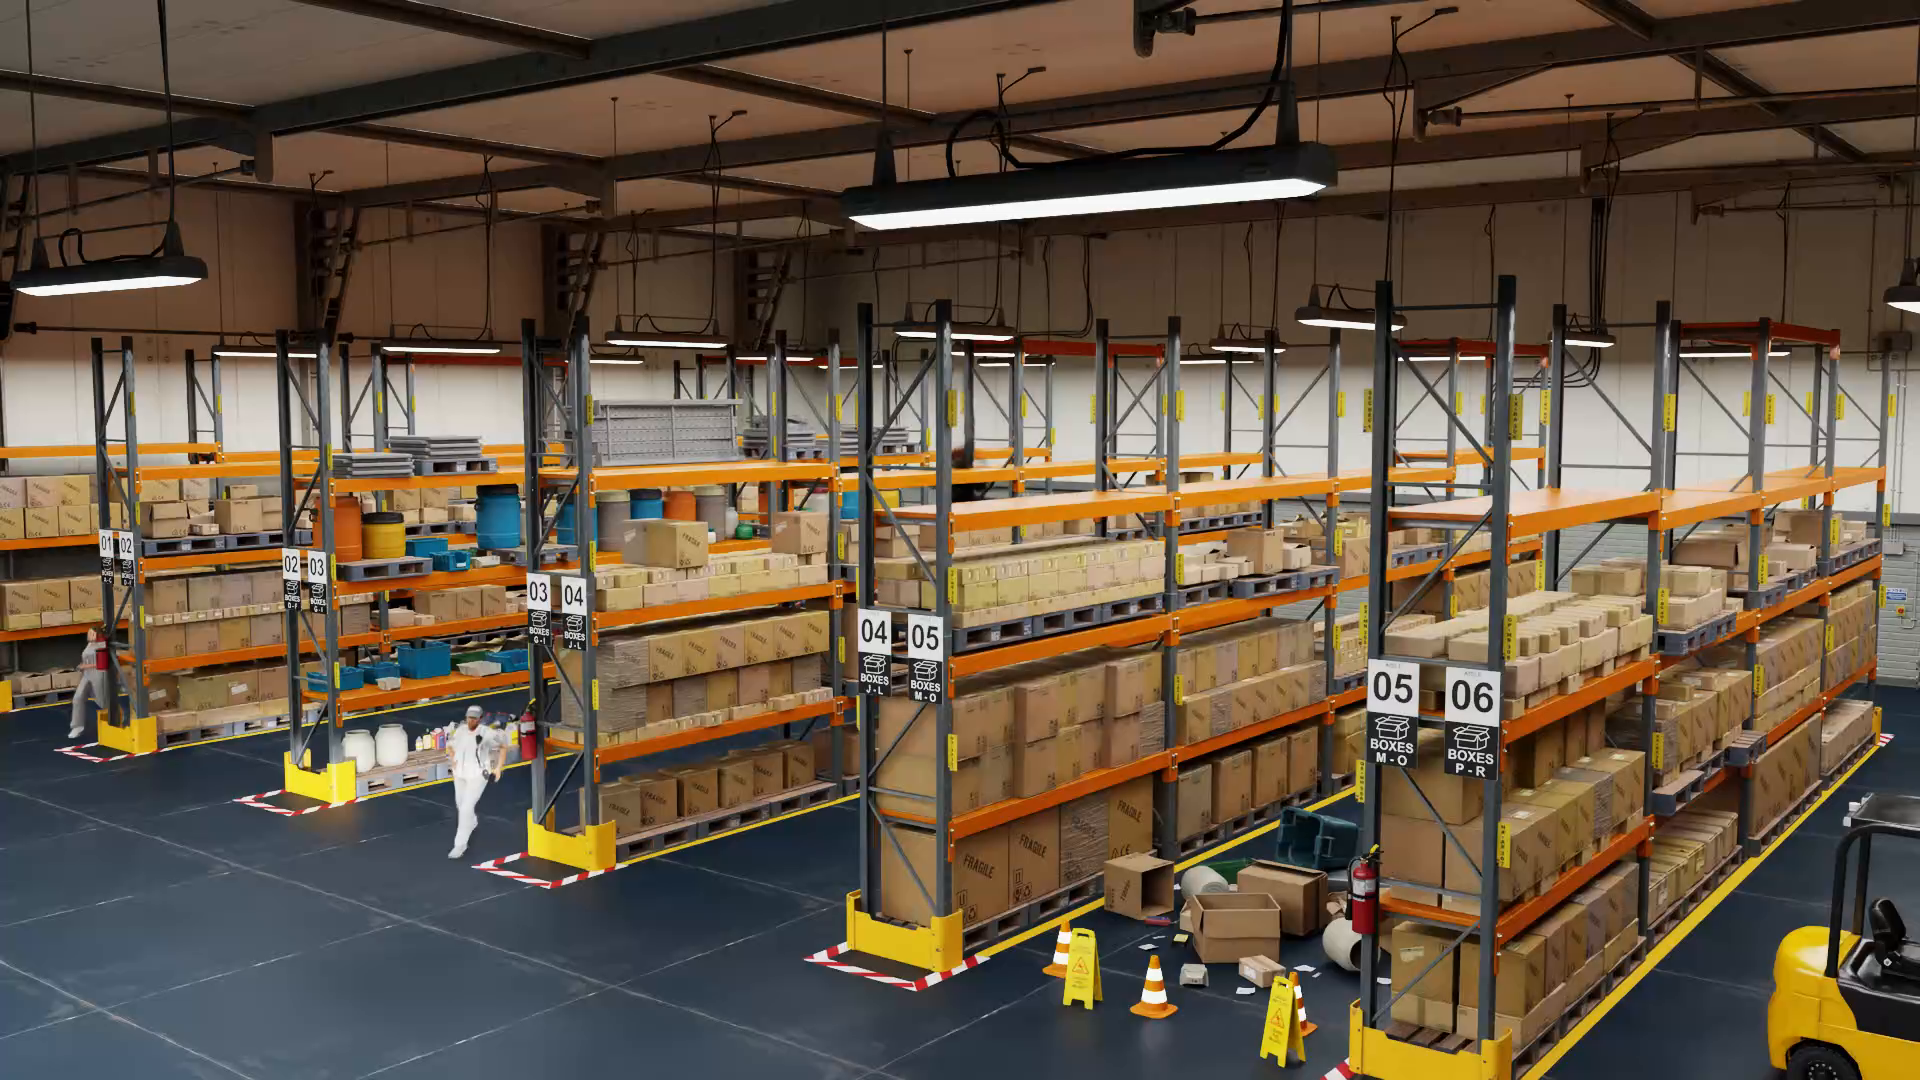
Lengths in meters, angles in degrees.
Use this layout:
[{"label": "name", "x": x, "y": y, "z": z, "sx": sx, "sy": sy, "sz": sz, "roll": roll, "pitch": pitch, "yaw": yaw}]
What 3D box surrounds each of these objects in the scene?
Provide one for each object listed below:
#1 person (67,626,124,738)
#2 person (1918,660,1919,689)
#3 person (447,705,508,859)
[{"label": "person", "x": -13.158, "y": 2.139, "z": 25.370, "sx": 0.550, "sy": 1.703, "sz": 0.881, "roll": 3, "pitch": 6, "yaw": 29}, {"label": "person", "x": 14.391, "y": 2.154, "z": 24.395, "sx": 0.711, "sy": 1.654, "sz": 0.572, "roll": 0, "pitch": 5, "yaw": 3}, {"label": "person", "x": -5.526, "y": 2.703, "z": 18.882, "sx": 0.693, "sy": 1.694, "sz": 0.841, "roll": 1, "pitch": 5, "yaw": 15}]
